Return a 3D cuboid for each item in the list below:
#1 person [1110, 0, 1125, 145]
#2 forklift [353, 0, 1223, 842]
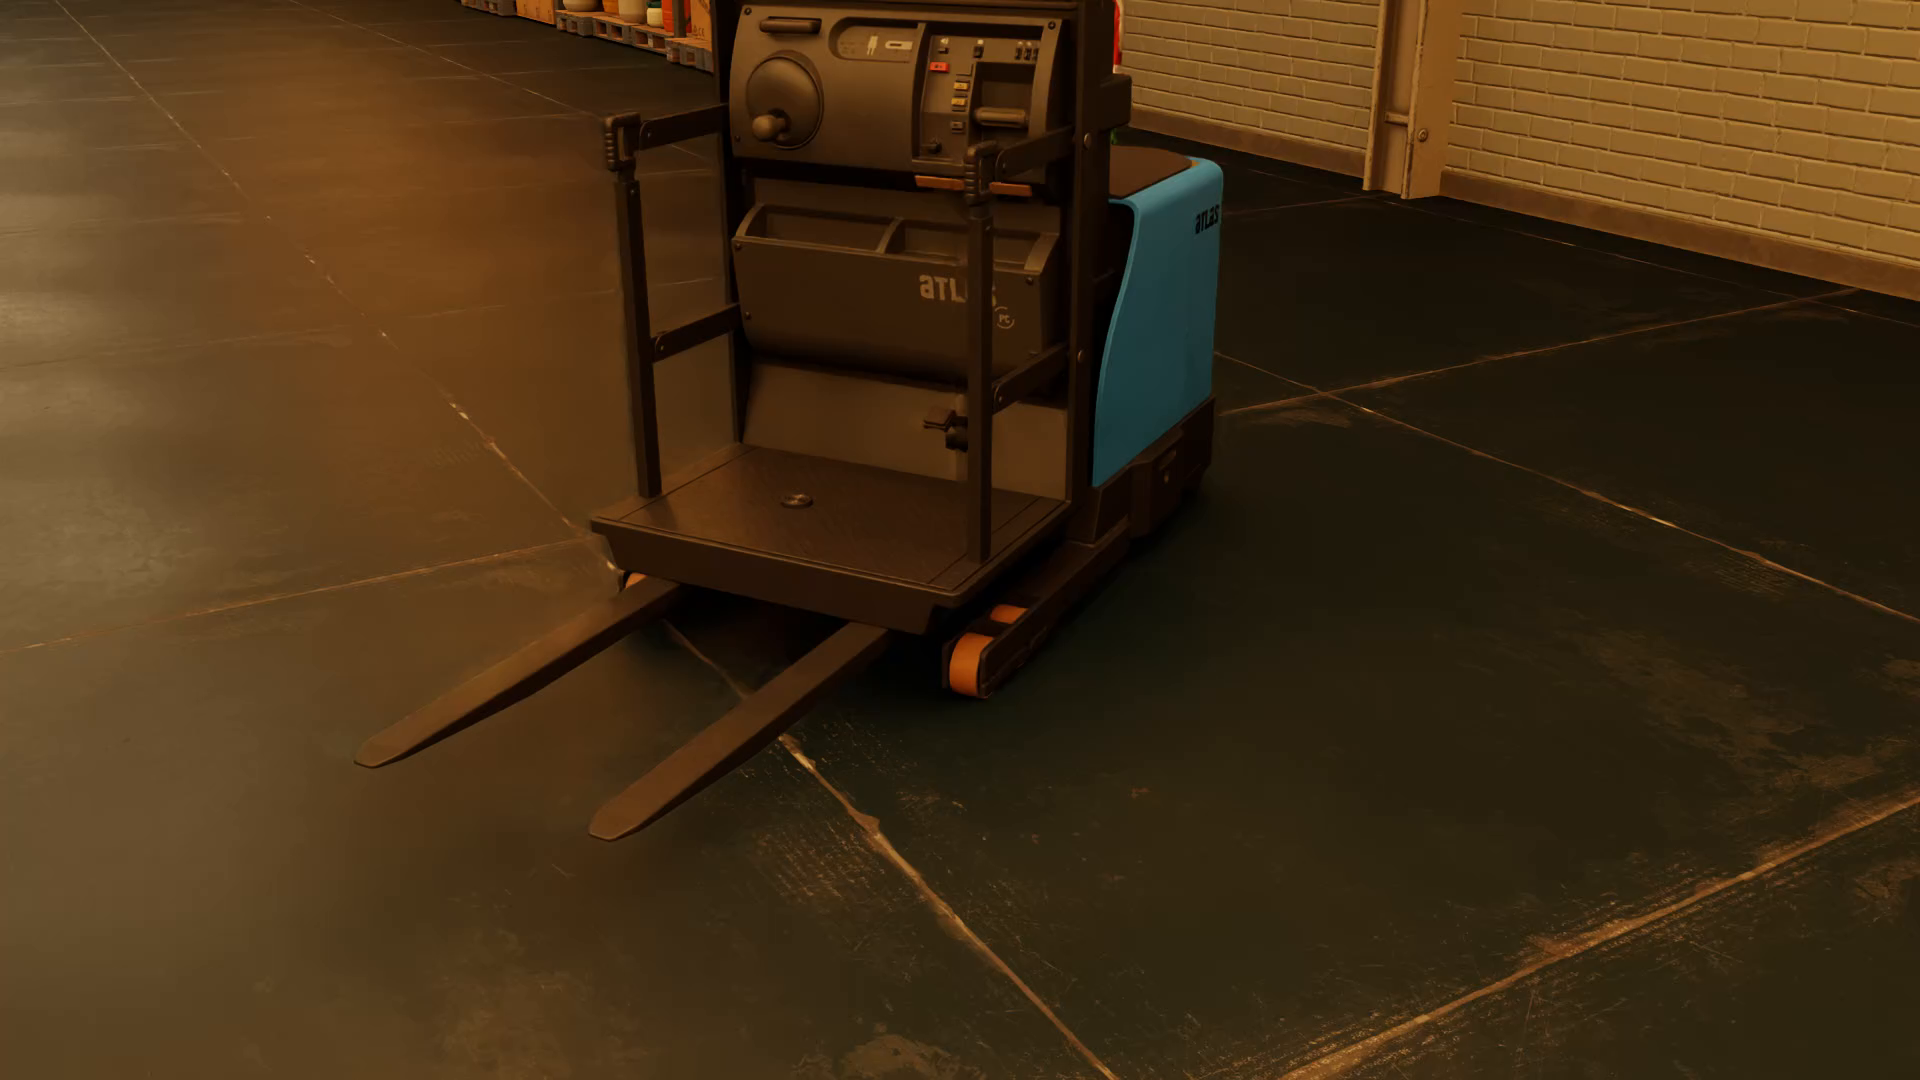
[{"bbox_3d":[0.650,-2.068,7.823,0.396,1.792,0.655,0,22,1],"label":"person"},{"bbox_3d":[-0.275,-1.149,4.074,1.130,2.935,3.031,11,25,25],"label":"forklift"}]
